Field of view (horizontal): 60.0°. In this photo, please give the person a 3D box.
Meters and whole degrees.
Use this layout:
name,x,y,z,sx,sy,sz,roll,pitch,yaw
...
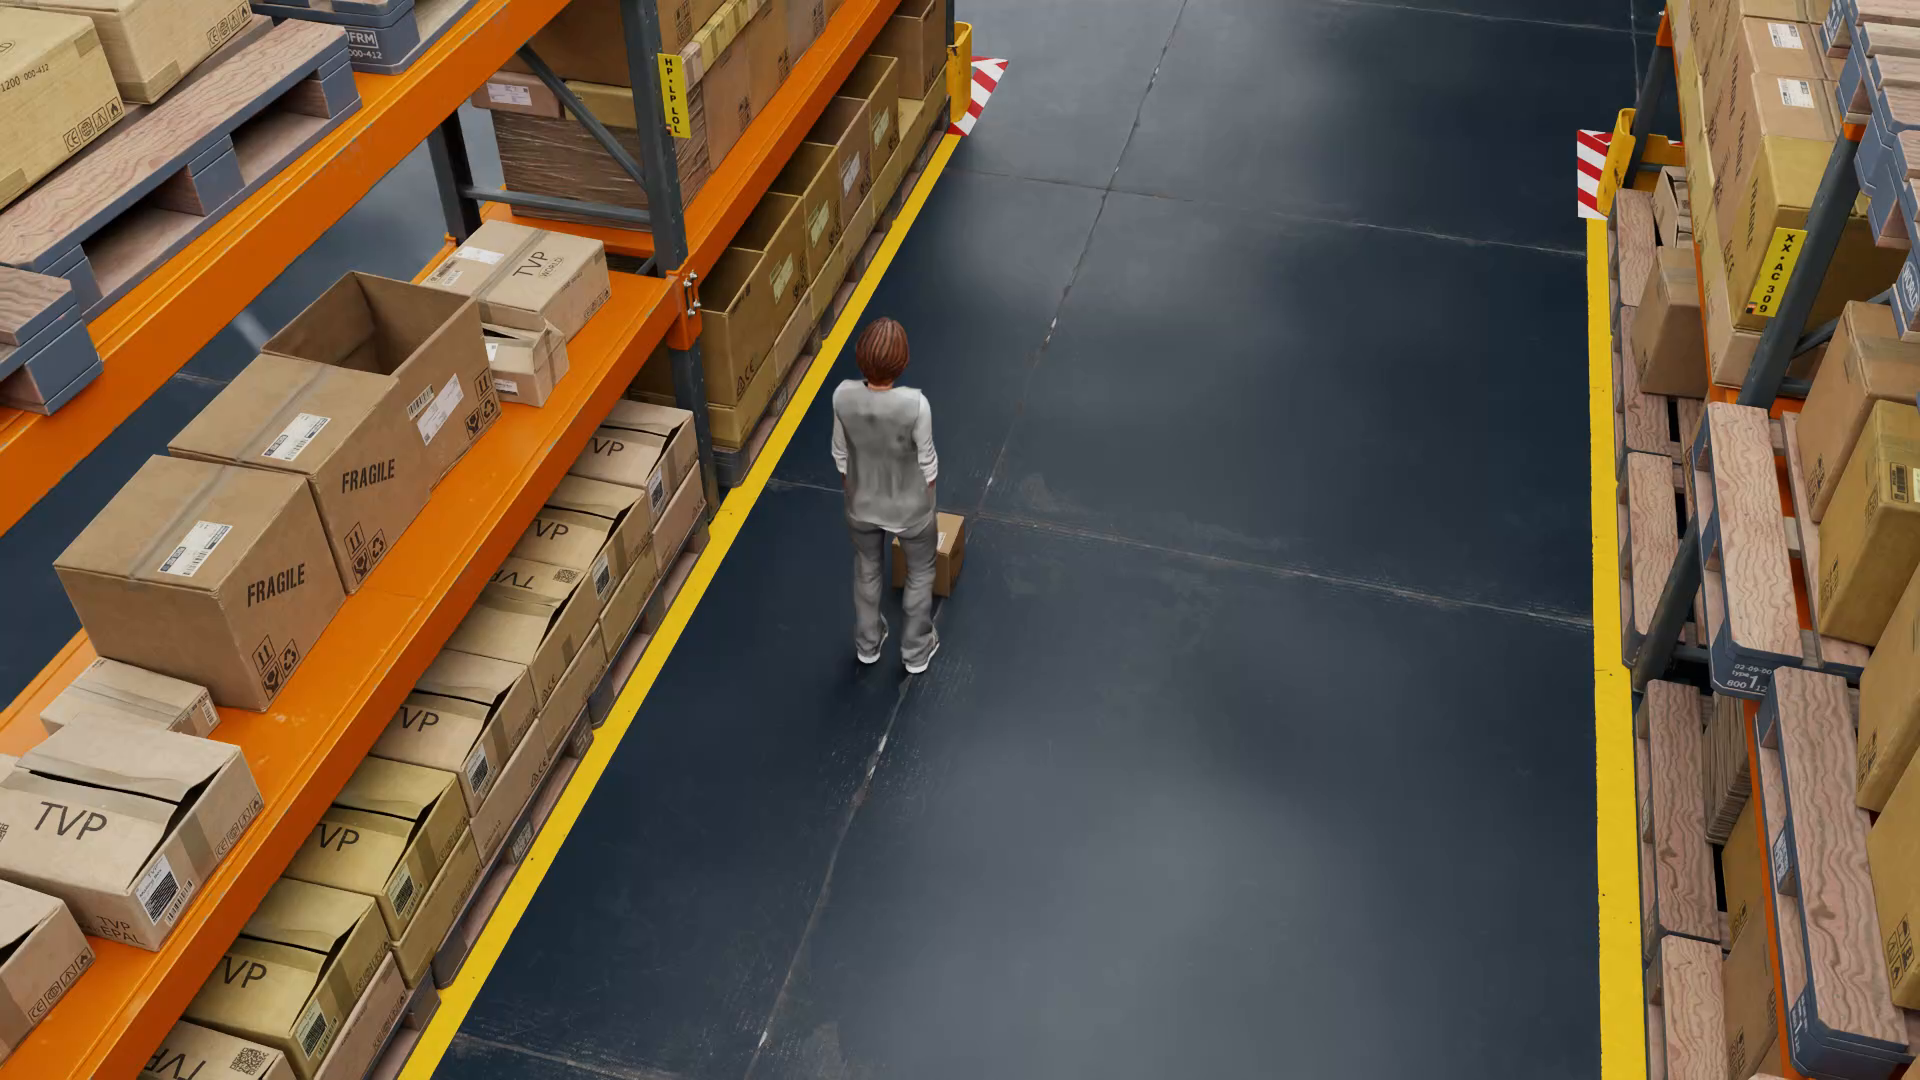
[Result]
name,x,y,z,sx,sy,sz,roll,pitch,yaw
person,-0.285,-0.133,6.342,0.412,1.571,0.316,10,43,11
